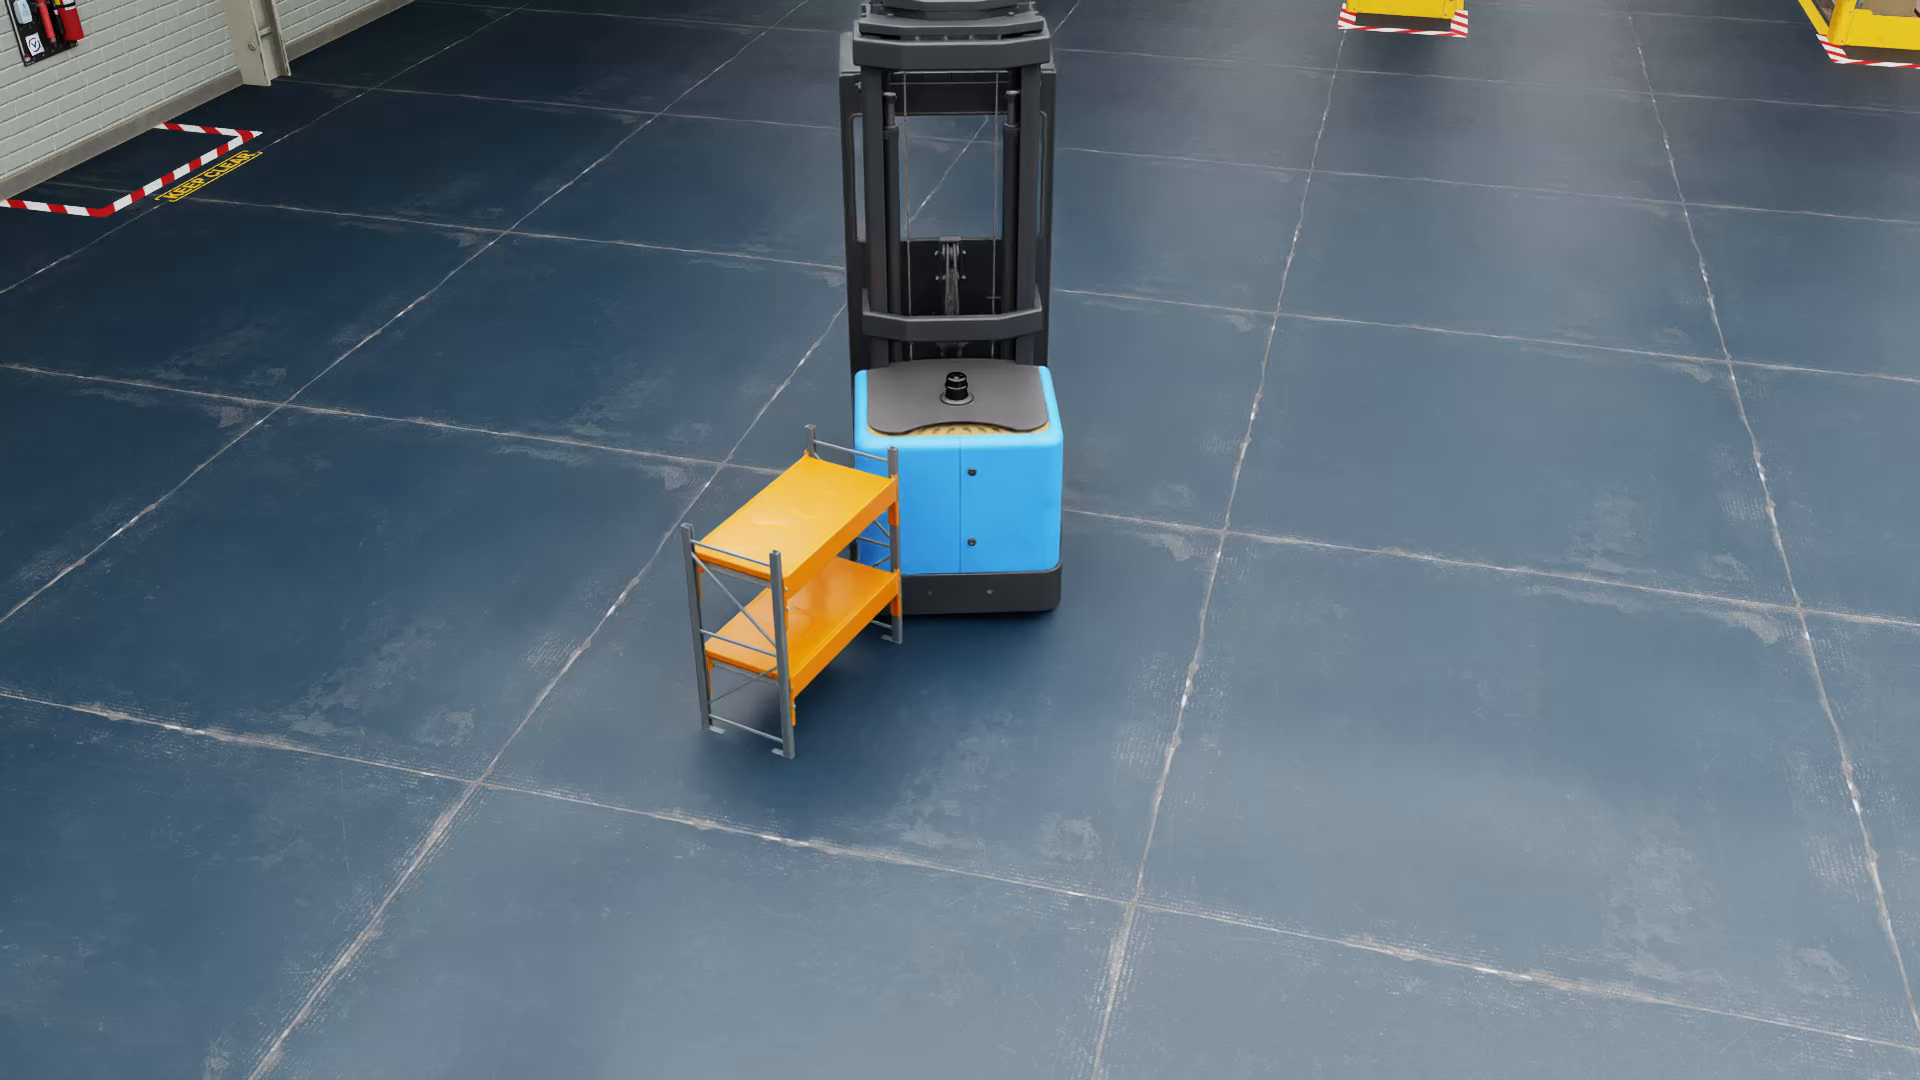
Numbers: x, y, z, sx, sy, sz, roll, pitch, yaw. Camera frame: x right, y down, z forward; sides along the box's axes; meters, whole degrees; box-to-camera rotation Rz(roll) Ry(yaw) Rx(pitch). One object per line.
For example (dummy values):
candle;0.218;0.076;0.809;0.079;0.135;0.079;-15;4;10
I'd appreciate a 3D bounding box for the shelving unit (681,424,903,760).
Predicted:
shelving unit;-0.754;0.226;7.845;0.538;1.125;1.048;16;36;23

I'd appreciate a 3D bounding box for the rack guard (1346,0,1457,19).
rack guard;4.893;-6.090;18.364;1.175;0.500;0.348;8;33;12

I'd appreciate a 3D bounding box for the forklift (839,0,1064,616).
forklift;-0.075;-1.612;9.053;1.130;2.935;3.031;-2;32;-2

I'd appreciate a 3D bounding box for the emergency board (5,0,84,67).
emergency board;-7.510;-4.538;13.593;0.194;1.169;0.643;8;33;12

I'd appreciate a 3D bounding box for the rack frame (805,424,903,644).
rack frame;-0.518;-0.015;8.225;0.500;1.125;0.032;16;36;23

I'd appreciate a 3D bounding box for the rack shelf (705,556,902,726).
rack shelf;-0.754;0.433;7.976;0.538;0.278;1.000;16;36;23

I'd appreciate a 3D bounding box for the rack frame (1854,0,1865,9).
rack frame;9.710;-6.425;16.561;1.000;3.000;0.127;8;33;12

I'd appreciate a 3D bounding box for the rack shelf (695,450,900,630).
rack shelf;-0.754;-0.021;7.688;0.538;0.278;1.000;16;36;23

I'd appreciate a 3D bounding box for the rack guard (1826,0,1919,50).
rack guard;9.729;-5.410;17.293;1.175;0.500;0.348;8;33;12

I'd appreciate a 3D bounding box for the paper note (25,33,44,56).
paper note;-7.621;-4.084;13.700;0.016;0.148;0.142;8;33;12

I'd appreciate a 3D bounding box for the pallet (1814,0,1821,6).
pallet;10.281;-6.336;19.019;1.003;0.211;1.213;8;33;12

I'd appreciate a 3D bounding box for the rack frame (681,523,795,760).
rack frame;-0.990;0.468;7.465;0.500;1.125;0.032;16;36;23

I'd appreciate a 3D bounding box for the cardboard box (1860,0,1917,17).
cardboard box;9.884;-5.869;17.625;0.500;0.500;0.500;14;35;21

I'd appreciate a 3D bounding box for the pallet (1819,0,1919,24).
pallet;9.969;-5.704;18.026;1.003;0.211;1.213;8;33;12

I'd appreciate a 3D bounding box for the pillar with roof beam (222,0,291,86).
pillar with roof beam;-2.681;-7.761;13.071;9.100;9.000;0.400;8;33;12
